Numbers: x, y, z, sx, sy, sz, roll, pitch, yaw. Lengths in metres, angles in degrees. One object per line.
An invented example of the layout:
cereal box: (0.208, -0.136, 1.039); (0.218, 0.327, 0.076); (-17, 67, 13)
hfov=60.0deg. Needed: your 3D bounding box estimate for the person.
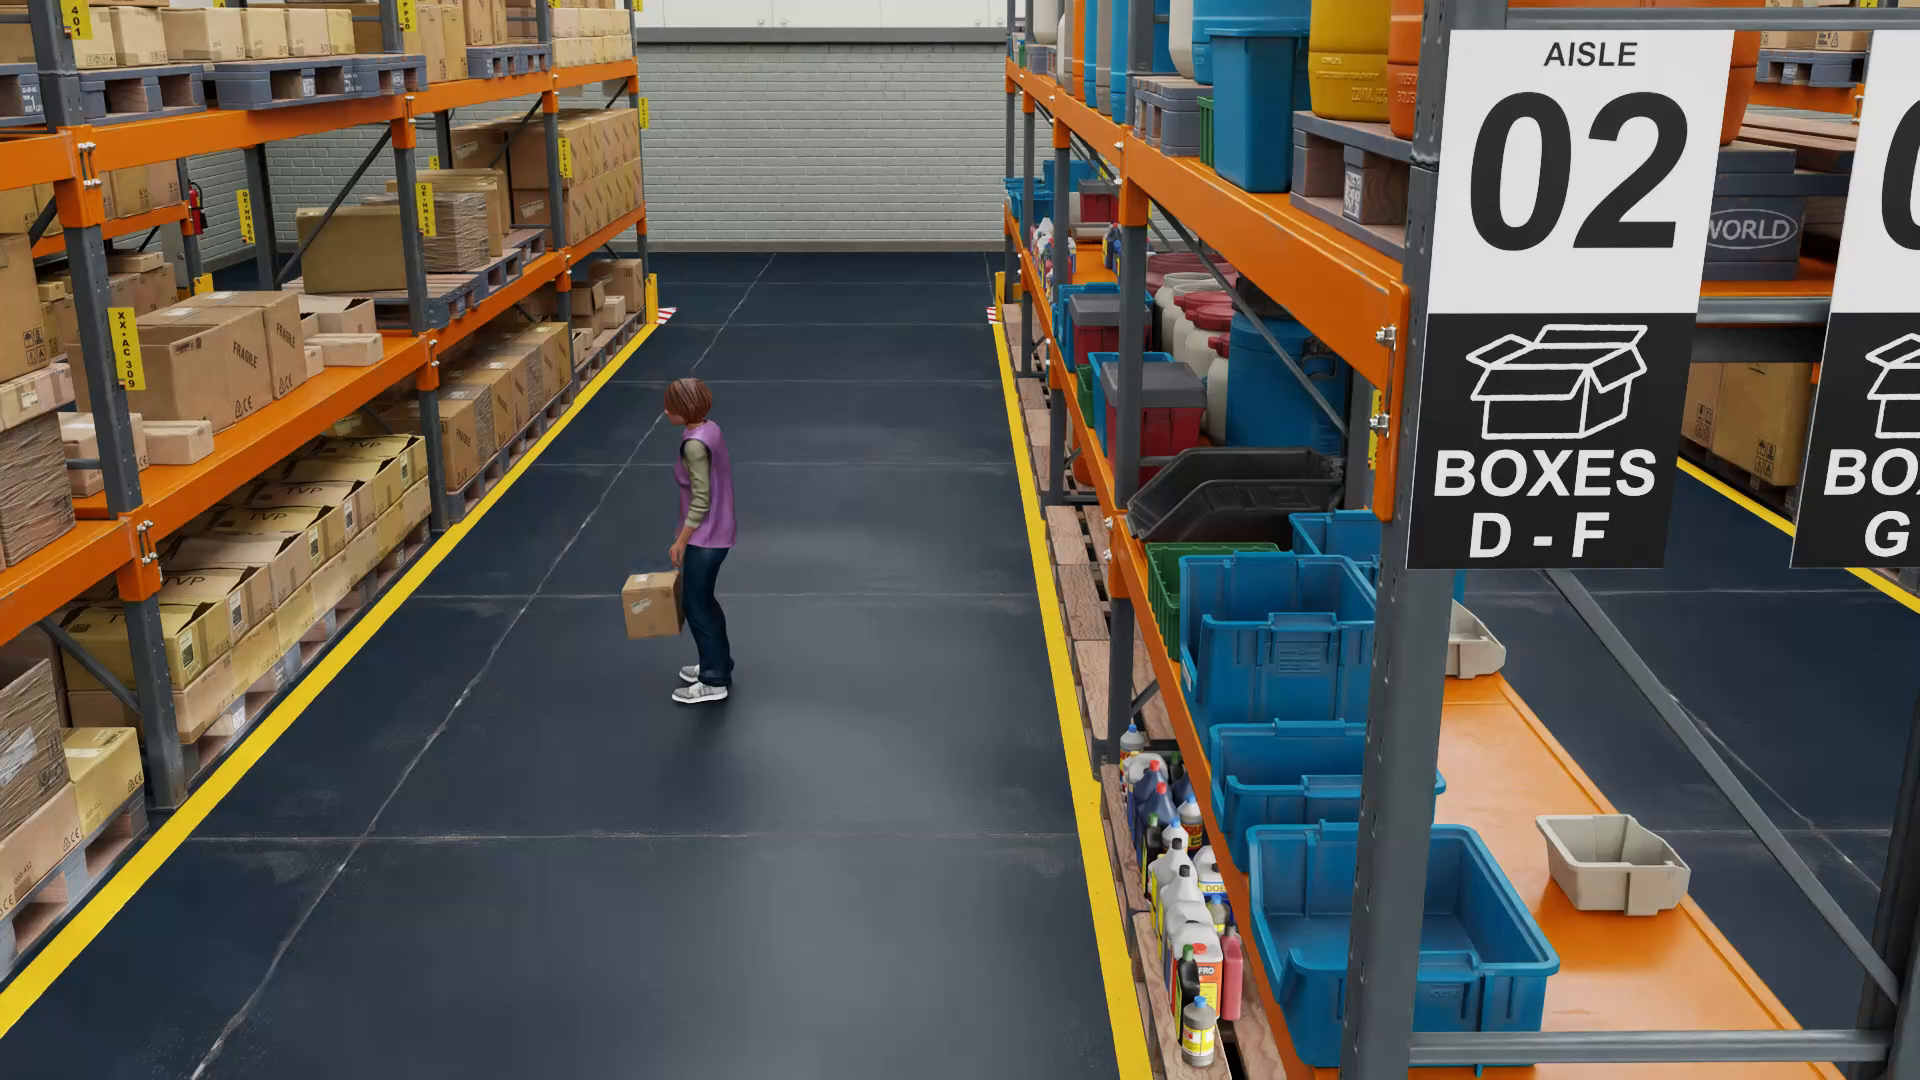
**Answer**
person: (-1.253, -0.003, 8.068); (0.338, 1.598, 0.452); (-1, 17, -2)
